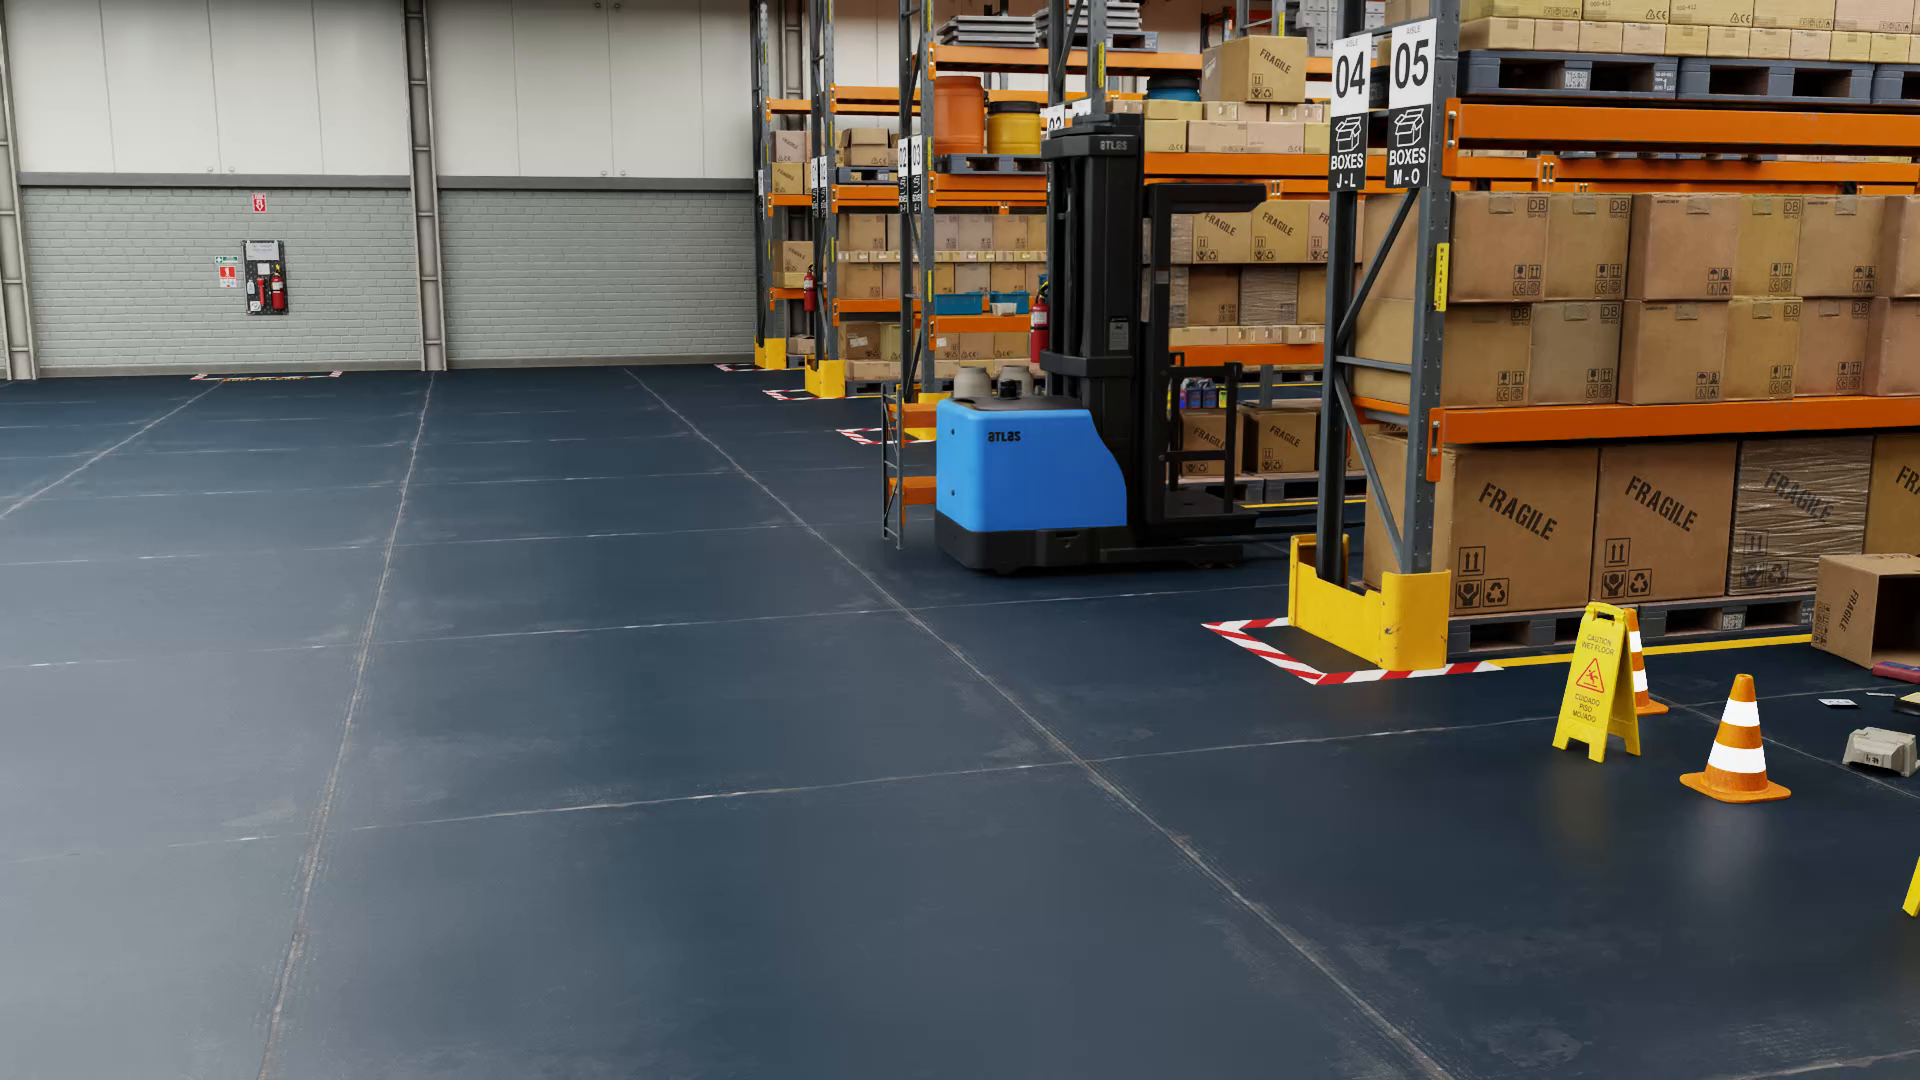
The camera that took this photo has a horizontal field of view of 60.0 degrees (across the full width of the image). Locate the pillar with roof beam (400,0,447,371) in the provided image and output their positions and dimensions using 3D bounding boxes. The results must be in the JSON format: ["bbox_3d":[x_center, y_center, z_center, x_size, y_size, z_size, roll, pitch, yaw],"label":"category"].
[{"bbox_3d":[-7.366,-6.451,22.235,0.400,9.000,9.100,-3,11,-16],"label":"pillar with roof beam"}]

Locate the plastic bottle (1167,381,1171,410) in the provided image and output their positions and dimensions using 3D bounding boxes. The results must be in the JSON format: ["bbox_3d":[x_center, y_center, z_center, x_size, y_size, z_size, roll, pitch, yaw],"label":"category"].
[{"bbox_3d":[2.339,-1.652,18.837,0.185,0.351,0.144,-3,11,-16],"label":"plastic bottle"}]

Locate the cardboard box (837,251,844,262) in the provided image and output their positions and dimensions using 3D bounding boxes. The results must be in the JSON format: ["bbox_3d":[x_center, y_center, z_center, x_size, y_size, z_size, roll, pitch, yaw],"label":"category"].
[{"bbox_3d":[-1.537,-3.927,23.024,0.250,0.149,0.380,-3,11,-17],"label":"cardboard box"}]

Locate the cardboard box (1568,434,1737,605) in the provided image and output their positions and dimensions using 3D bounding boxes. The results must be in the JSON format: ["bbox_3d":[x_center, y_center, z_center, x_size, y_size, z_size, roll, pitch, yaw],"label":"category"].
[{"bbox_3d":[3.681,-0.169,9.387,0.875,0.875,0.875,-3,11,-17],"label":"cardboard box"}]

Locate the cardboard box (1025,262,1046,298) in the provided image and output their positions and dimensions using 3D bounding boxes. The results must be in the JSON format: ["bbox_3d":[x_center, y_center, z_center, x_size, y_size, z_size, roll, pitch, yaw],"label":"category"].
[{"bbox_3d":[1.061,-3.706,23.618,0.500,0.500,0.700,-3,11,-17],"label":"cardboard box"}]

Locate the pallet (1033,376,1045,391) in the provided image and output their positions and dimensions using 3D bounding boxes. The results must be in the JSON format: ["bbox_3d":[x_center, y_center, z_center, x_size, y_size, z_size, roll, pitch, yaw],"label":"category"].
[{"bbox_3d":[1.215,-2.304,23.980,1.213,0.211,1.003,-3,11,-16],"label":"pallet"}]

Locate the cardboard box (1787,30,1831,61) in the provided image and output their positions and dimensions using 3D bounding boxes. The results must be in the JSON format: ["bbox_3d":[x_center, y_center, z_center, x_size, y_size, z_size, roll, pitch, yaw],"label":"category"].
[{"bbox_3d":[4.319,-2.575,8.721,0.250,0.149,0.380,-3,11,-16],"label":"cardboard box"}]

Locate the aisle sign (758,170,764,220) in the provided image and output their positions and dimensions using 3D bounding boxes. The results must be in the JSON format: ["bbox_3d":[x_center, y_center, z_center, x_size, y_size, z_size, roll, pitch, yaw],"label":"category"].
[{"bbox_3d":[-3.224,-5.590,26.945,0.004,0.787,0.394,-3,11,-16],"label":"aisle sign"}]

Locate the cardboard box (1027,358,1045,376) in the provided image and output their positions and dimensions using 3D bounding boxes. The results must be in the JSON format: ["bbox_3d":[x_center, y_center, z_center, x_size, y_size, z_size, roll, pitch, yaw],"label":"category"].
[{"bbox_3d":[1.123,-2.478,23.655,0.500,0.250,0.500,-3,11,-16],"label":"cardboard box"}]

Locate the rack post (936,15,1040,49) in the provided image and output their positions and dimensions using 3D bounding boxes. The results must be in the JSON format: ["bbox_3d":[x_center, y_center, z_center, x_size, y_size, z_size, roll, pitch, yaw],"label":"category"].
[{"bbox_3d":[0.292,-5.366,17.718,0.954,0.300,0.937,-2,11,-10],"label":"rack post"}]

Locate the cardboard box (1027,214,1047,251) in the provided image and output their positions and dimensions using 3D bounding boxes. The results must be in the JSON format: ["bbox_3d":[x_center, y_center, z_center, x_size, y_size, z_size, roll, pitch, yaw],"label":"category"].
[{"bbox_3d":[1.081,-4.346,23.512,0.500,0.500,0.700,-3,11,-16],"label":"cardboard box"}]

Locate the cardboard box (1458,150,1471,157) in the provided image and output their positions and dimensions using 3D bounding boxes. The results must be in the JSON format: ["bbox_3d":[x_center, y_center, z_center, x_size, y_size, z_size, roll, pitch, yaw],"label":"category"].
[{"bbox_3d":[3.886,-3.295,13.787,0.500,0.250,0.500,-3,11,-15],"label":"cardboard box"}]

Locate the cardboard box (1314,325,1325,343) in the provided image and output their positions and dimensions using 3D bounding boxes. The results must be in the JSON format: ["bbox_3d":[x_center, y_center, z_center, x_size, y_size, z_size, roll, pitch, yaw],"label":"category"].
[{"bbox_3d":[2.925,-1.728,13.842,0.250,0.149,0.380,-3,11,-16],"label":"cardboard box"}]

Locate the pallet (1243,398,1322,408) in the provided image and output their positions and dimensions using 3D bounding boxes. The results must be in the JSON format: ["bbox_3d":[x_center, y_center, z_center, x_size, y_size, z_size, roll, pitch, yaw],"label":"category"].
[{"bbox_3d":[4.114,-1.522,19.733,1.213,0.211,1.003,-3,11,-16],"label":"pallet"}]

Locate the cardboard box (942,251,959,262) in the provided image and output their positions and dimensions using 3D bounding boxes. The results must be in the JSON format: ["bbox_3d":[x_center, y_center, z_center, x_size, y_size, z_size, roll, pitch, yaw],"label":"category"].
[{"bbox_3d":[-0.178,-3.922,22.999,0.250,0.149,0.380,-3,11,-17],"label":"cardboard box"}]

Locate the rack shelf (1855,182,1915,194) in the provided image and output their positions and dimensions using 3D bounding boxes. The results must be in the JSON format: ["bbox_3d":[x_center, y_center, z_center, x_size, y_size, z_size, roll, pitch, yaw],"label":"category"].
[{"bbox_3d":[10.516,-3.411,15.994,4.000,0.370,1.077,-3,11,-16],"label":"rack shelf"}]

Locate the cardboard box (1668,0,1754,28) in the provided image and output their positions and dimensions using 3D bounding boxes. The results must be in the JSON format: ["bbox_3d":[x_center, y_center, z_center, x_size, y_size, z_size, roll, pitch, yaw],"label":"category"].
[{"bbox_3d":[3.711,-2.751,8.578,0.500,0.250,0.500,-3,11,-16],"label":"cardboard box"}]

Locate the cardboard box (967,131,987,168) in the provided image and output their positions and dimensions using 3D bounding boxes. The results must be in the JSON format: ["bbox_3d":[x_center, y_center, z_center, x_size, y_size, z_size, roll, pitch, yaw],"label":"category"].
[{"bbox_3d":[0.374,-5.448,23.241,0.637,0.503,0.797,-2,11,-10],"label":"cardboard box"}]

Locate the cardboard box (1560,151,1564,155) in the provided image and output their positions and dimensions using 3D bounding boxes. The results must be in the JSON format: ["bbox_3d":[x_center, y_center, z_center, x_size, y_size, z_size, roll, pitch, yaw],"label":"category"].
[{"bbox_3d":[9.167,-5.881,25.709,0.600,0.600,0.600,-4,11,-21],"label":"cardboard box"}]

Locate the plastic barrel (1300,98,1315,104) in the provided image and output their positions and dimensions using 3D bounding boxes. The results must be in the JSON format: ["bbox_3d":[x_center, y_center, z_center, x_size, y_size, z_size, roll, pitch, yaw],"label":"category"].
[{"bbox_3d":[3.799,-4.632,19.256,0.708,0.901,0.600,-3,11,-16],"label":"plastic barrel"}]

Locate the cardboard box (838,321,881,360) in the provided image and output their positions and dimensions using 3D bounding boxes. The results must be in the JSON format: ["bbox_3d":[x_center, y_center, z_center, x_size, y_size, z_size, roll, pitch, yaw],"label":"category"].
[{"bbox_3d":[-1.419,-2.808,23.378,0.500,0.500,0.500,-3,11,-16],"label":"cardboard box"}]

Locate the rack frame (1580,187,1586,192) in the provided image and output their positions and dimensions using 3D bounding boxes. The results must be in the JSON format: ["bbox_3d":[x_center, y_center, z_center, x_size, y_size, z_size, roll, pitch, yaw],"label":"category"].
[{"bbox_3d":[7.212,-3.050,20.327,0.127,3.000,1.000,-3,11,-16],"label":"rack frame"}]

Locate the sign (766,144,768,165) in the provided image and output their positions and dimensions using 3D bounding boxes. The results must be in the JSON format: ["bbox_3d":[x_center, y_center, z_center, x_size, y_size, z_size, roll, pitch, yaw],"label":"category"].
[{"bbox_3d":[-3.087,-6.178,26.620,0.005,0.325,0.100,-3,11,-16],"label":"sign"}]

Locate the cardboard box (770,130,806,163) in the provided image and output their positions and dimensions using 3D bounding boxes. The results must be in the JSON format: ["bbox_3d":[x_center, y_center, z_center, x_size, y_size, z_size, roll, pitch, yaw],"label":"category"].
[{"bbox_3d":[-2.801,-6.370,26.987,0.500,0.500,0.500,-4,11,-20],"label":"cardboard box"}]

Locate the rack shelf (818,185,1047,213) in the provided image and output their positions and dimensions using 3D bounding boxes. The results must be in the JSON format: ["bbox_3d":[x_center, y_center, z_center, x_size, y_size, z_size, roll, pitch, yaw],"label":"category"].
[{"bbox_3d":[0.070,-4.729,23.150,4.000,0.370,1.077,-3,11,-16],"label":"rack shelf"}]

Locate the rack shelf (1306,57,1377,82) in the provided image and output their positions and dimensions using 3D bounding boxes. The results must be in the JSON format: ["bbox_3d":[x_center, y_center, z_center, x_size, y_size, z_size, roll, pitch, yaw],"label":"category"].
[{"bbox_3d":[5.291,-5.348,19.336,4.000,0.370,1.077,-3,11,-16],"label":"rack shelf"}]

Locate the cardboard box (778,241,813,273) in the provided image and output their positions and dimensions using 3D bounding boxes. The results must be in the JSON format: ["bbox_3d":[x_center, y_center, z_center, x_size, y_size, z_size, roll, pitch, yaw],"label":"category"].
[{"bbox_3d":[-2.696,-4.644,27.274,0.500,0.500,0.500,-3,11,-16],"label":"cardboard box"}]

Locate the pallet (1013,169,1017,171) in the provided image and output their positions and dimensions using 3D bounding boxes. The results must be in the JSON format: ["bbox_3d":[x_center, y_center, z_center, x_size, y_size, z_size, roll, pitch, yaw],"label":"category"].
[{"bbox_3d":[1.178,-5.093,23.384,1.213,0.211,1.003,-3,11,-16],"label":"pallet"}]

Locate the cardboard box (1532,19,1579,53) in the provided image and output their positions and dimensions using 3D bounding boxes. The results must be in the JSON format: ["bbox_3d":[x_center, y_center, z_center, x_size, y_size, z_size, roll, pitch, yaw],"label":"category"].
[{"bbox_3d":[2.867,-2.498,8.306,0.250,0.149,0.380,-3,11,-15],"label":"cardboard box"}]

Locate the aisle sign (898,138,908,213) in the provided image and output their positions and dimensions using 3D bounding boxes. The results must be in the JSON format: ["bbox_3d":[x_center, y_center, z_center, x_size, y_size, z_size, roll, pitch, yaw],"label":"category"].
[{"bbox_3d":[-0.622,-3.971,18.154,0.004,0.787,0.394,-3,11,-16],"label":"aisle sign"}]

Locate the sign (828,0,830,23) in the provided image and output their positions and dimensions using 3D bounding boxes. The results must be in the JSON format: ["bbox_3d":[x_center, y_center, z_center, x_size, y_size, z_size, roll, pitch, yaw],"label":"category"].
[{"bbox_3d":[-1.701,-6.897,21.639,0.005,0.325,0.100,-3,11,-16],"label":"sign"}]

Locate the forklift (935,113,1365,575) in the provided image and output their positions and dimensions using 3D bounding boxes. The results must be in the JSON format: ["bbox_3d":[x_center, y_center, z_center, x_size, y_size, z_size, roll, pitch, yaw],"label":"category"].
[{"bbox_3d":[1.399,-1.340,11.229,3.031,2.935,1.130,-3,11,-14],"label":"forklift"}]

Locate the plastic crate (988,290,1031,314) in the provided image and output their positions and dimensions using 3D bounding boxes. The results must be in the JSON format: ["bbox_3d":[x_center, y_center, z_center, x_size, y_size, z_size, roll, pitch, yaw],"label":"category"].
[{"bbox_3d":[0.552,-2.681,18.735,0.408,0.251,0.499,-3,11,-16],"label":"plastic crate"}]

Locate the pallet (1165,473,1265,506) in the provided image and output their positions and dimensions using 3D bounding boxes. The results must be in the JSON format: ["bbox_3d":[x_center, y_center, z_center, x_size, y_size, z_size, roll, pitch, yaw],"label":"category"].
[{"bbox_3d":[1.778,-0.451,13.915,1.213,0.211,1.003,-3,11,-16],"label":"pallet"}]

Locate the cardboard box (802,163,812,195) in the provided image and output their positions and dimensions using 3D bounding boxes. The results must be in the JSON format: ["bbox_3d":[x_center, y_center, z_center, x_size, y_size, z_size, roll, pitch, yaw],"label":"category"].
[{"bbox_3d":[-2.322,-5.896,27.171,0.500,0.500,0.500,-2,11,-12],"label":"cardboard box"}]

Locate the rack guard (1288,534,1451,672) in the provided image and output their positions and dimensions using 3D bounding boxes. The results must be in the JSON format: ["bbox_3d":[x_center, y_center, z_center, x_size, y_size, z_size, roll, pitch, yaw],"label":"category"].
[{"bbox_3d":[2.181,0.314,8.960,0.348,0.500,1.175,-3,11,-16],"label":"rack guard"}]

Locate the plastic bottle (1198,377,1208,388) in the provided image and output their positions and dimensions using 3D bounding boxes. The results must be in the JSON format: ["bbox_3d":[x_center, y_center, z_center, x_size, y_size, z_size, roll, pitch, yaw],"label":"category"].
[{"bbox_3d":[2.793,-1.703,19.115,0.185,0.351,0.144,-3,11,-16],"label":"plastic bottle"}]

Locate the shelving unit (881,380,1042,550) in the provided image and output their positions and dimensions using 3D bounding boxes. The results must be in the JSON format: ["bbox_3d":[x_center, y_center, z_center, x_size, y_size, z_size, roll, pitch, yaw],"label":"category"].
[{"bbox_3d":[0.006,-0.554,11.946,1.048,1.125,0.538,-3,11,-16],"label":"shelving unit"}]

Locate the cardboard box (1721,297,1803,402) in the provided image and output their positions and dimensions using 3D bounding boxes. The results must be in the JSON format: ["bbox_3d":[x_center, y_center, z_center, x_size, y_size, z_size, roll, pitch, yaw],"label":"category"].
[{"bbox_3d":[4.140,-1.089,9.263,0.500,0.550,0.875,-3,11,-16],"label":"cardboard box"}]

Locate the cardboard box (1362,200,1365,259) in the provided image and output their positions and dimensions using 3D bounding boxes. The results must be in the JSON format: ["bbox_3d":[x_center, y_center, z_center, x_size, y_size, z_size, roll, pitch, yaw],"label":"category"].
[{"bbox_3d":[3.440,-2.552,13.766,0.500,0.500,0.500,-3,11,-16],"label":"cardboard box"}]

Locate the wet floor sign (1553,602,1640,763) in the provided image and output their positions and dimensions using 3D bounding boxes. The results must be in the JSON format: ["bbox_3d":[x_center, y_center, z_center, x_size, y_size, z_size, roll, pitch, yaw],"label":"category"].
[{"bbox_3d":[2.730,0.587,7.075,0.232,0.644,0.267,-5,12,-26],"label":"wet floor sign"}]

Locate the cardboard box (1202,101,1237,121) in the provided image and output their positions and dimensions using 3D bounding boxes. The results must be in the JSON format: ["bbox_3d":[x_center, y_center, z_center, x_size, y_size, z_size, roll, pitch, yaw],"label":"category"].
[{"bbox_3d":[2.009,-3.387,13.188,0.250,0.149,0.380,-3,11,-14],"label":"cardboard box"}]

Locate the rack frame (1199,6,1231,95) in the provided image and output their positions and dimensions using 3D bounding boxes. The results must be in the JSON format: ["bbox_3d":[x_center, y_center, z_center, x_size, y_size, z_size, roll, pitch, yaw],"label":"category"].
[{"bbox_3d":[4.443,-7.722,29.139,0.127,3.000,1.000,-3,11,-16],"label":"rack frame"}]

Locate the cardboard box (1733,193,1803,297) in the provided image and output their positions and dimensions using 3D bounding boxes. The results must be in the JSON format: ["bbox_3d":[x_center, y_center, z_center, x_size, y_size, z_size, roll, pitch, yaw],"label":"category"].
[{"bbox_3d":[4.122,-1.631,9.226,0.500,0.550,0.875,-3,11,-16],"label":"cardboard box"}]

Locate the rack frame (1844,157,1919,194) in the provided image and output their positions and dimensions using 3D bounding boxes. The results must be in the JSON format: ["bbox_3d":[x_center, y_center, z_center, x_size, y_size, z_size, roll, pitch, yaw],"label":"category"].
[{"bbox_3d":[8.596,-2.189,15.650,0.127,3.000,1.000,-3,11,-16],"label":"rack frame"}]

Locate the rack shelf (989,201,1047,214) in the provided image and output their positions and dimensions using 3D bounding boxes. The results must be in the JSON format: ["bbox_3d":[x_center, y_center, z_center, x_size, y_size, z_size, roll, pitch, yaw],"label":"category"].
[{"bbox_3d":[2.522,-5.792,28.926,4.000,0.370,1.077,-3,11,-16],"label":"rack shelf"}]

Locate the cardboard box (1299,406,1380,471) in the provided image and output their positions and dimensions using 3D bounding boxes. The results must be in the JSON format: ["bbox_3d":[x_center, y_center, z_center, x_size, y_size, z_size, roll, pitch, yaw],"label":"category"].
[{"bbox_3d":[3.238,-0.875,14.257,0.500,0.500,0.500,-4,11,-21],"label":"cardboard box"}]
